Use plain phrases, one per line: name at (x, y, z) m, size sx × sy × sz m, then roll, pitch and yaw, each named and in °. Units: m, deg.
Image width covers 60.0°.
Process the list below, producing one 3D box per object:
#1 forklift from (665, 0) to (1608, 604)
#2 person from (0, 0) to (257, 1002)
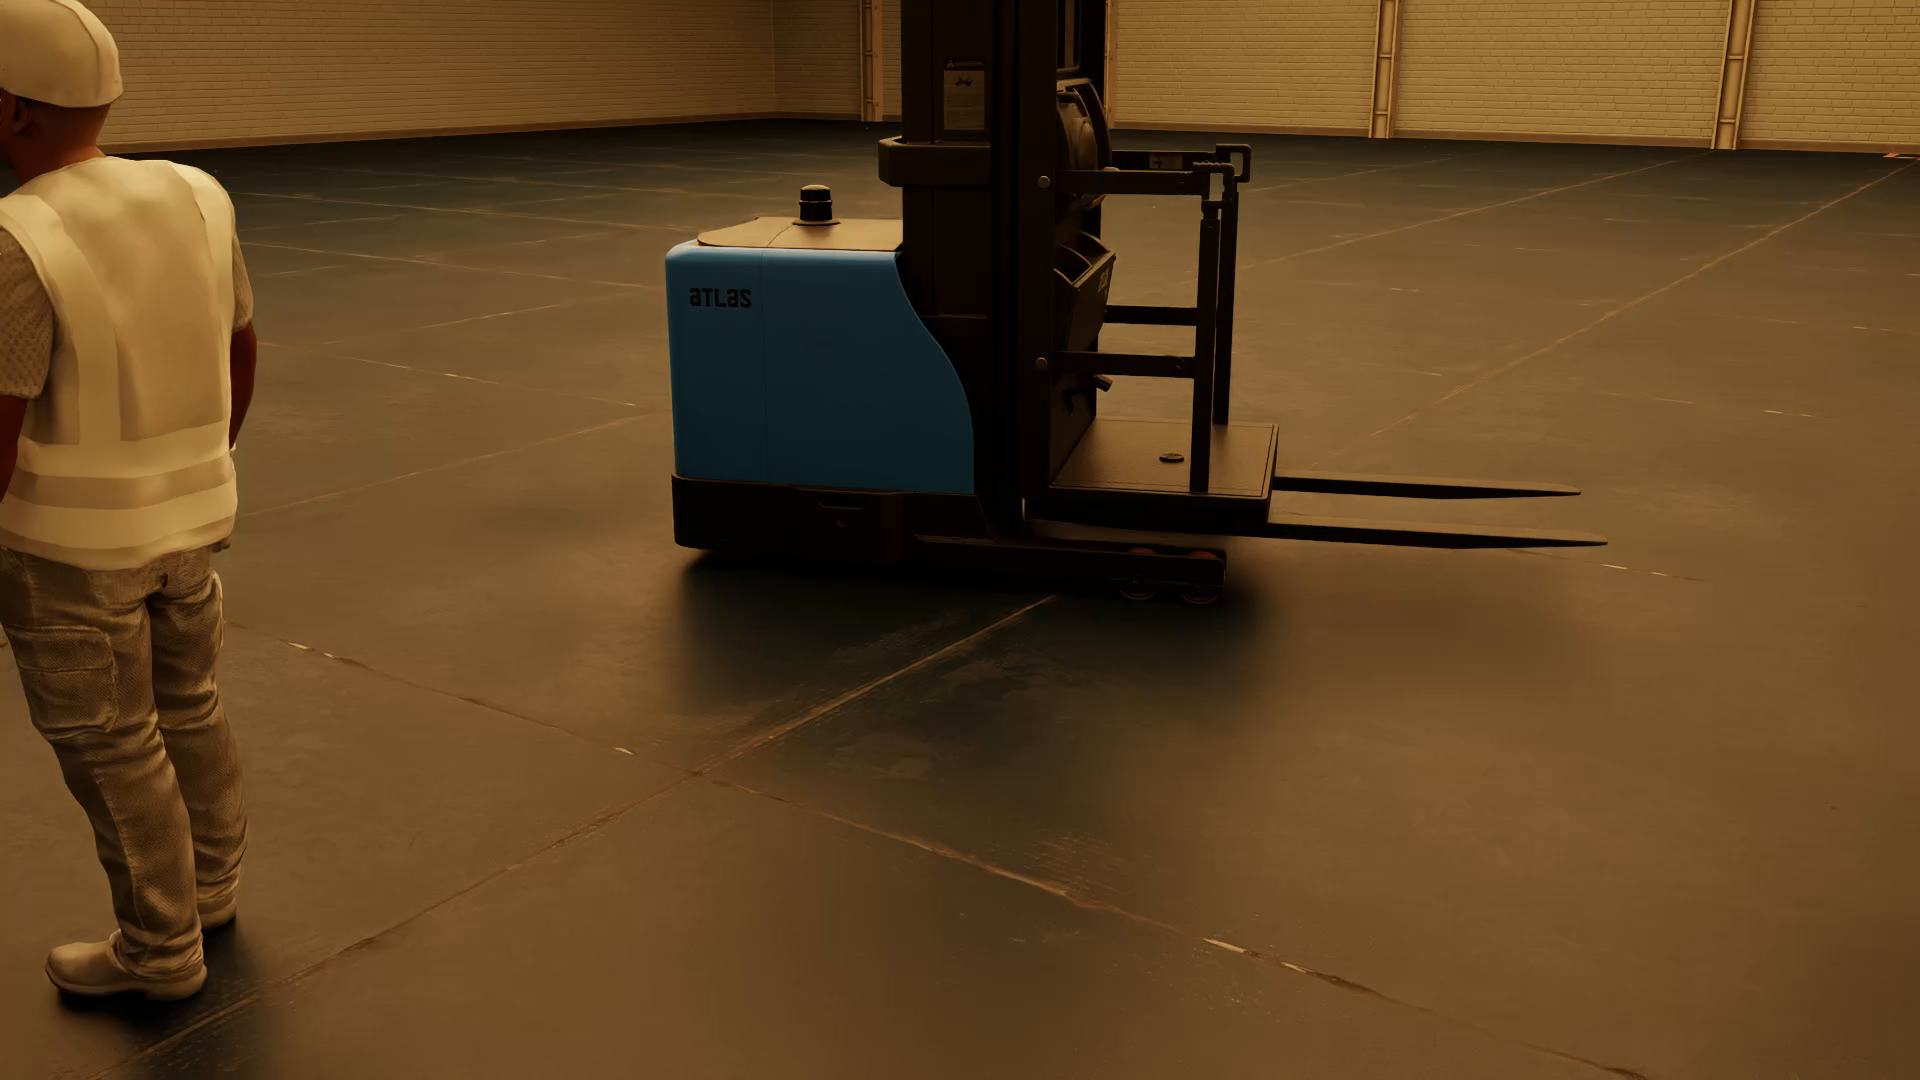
forklift at (0.595, -1.367, 5.404) m, size 3.031 × 2.935 × 1.130 m, roll 4°, pitch 17°, yaw 12°
person at (-1.544, -0.026, 2.902) m, size 0.578 × 1.783 × 0.659 m, roll 5°, pitch 17°, yaw 16°
